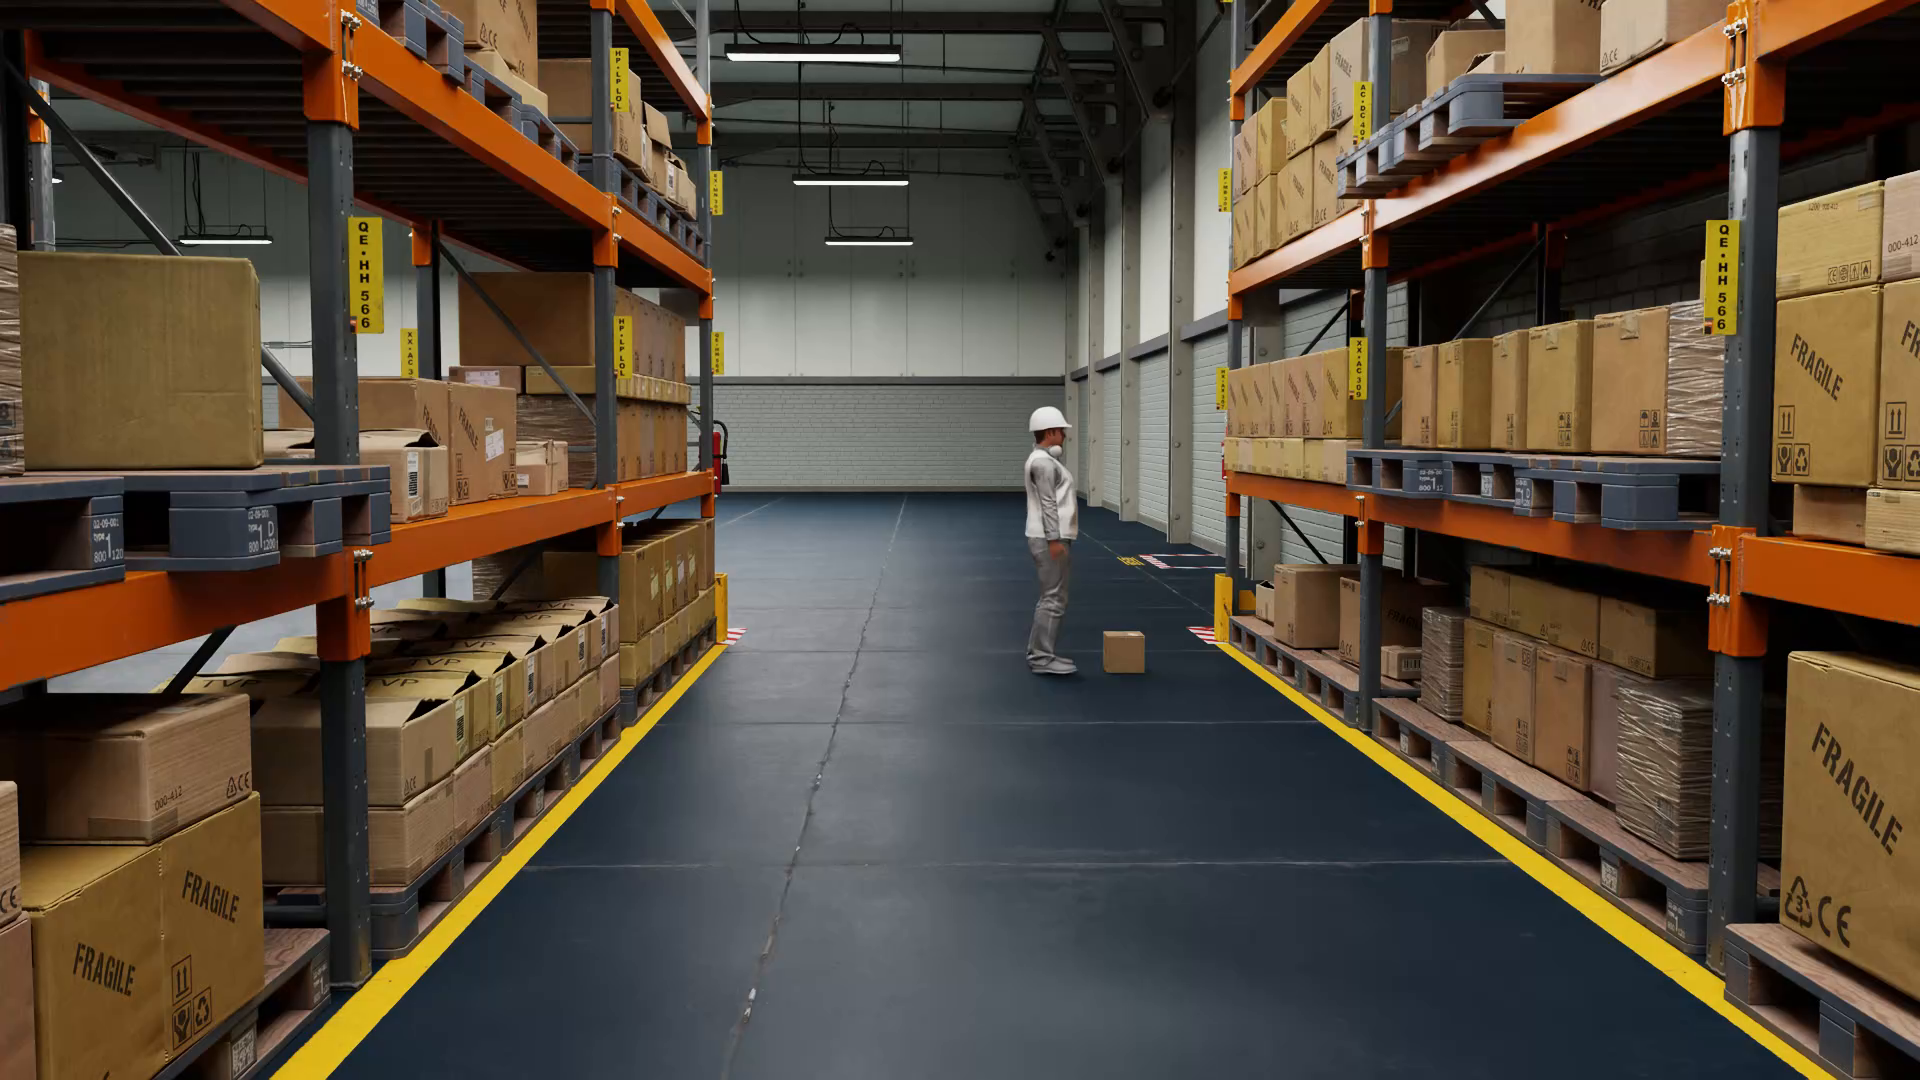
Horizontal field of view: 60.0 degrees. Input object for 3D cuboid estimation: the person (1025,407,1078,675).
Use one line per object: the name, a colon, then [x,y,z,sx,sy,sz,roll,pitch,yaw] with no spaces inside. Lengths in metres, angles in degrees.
person: [0.611,-0.003,11.112,0.360,1.767,0.531,0,4,0]
